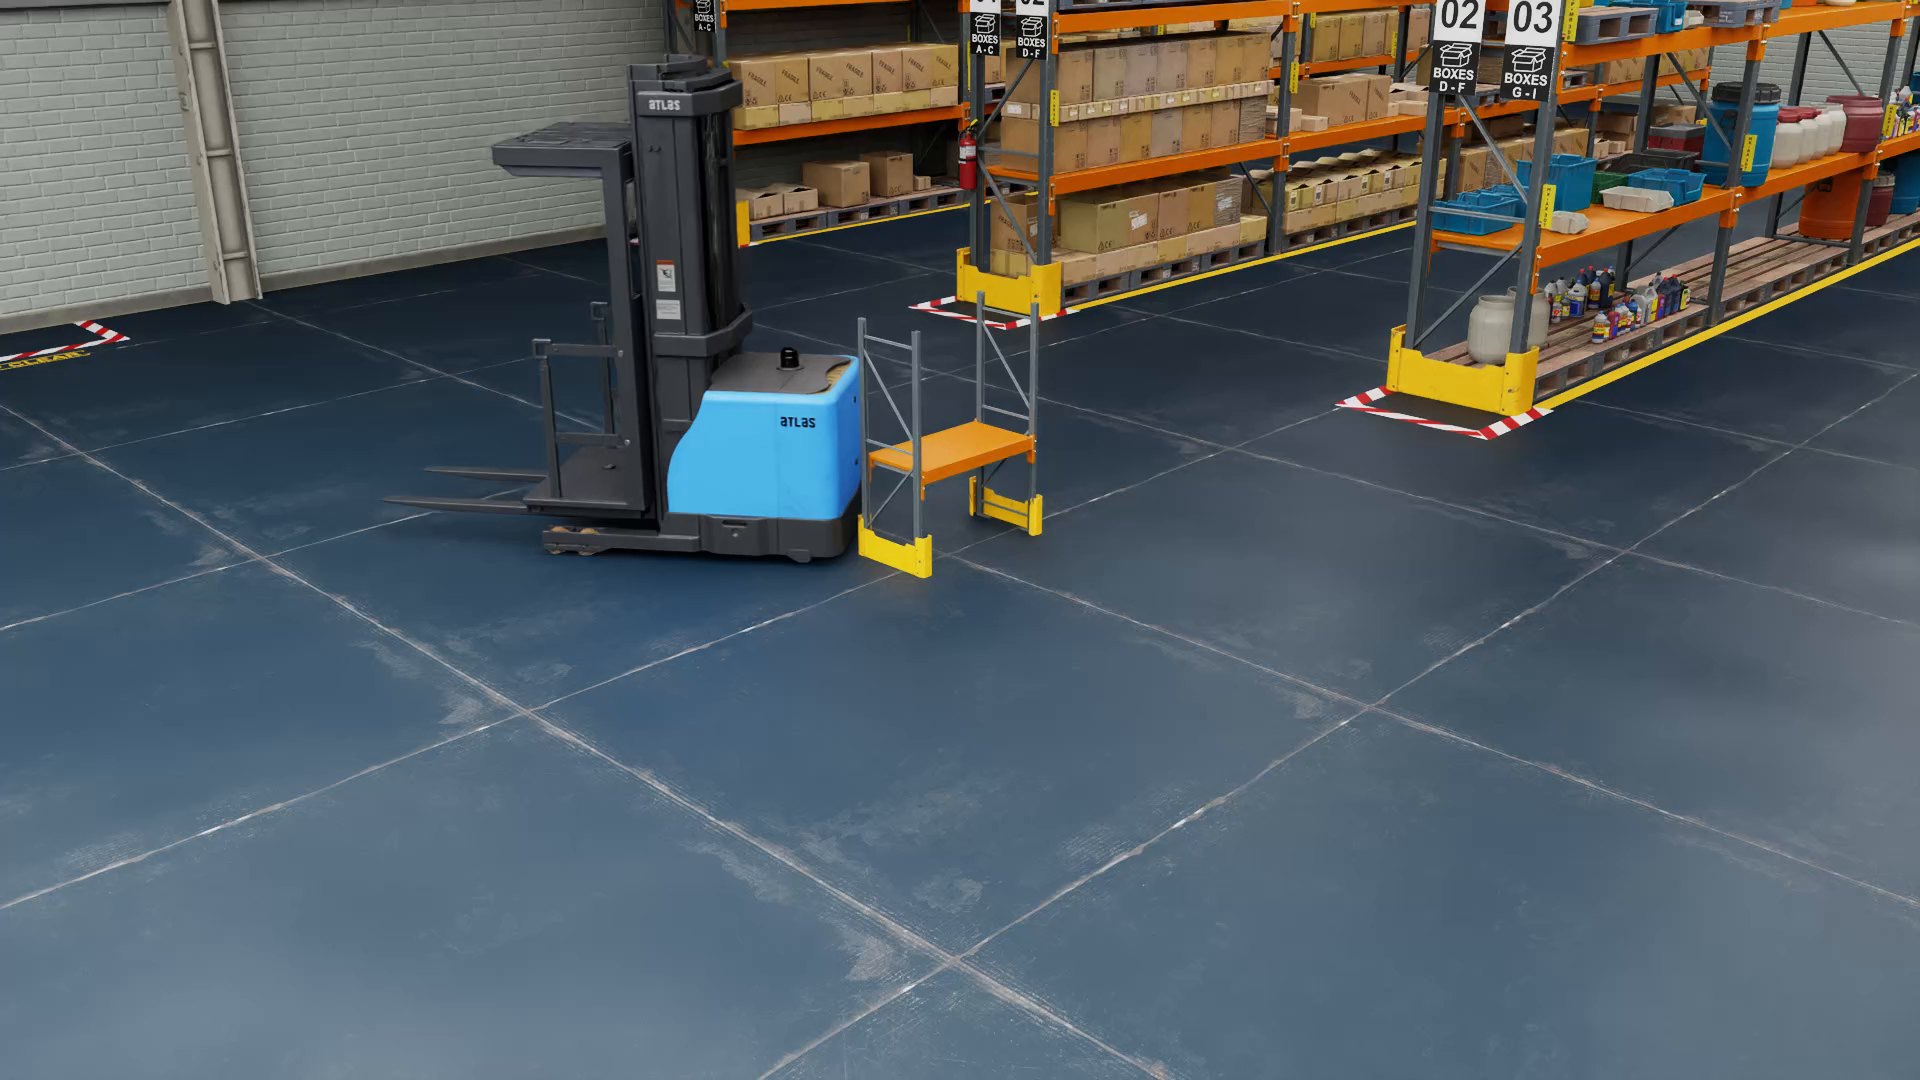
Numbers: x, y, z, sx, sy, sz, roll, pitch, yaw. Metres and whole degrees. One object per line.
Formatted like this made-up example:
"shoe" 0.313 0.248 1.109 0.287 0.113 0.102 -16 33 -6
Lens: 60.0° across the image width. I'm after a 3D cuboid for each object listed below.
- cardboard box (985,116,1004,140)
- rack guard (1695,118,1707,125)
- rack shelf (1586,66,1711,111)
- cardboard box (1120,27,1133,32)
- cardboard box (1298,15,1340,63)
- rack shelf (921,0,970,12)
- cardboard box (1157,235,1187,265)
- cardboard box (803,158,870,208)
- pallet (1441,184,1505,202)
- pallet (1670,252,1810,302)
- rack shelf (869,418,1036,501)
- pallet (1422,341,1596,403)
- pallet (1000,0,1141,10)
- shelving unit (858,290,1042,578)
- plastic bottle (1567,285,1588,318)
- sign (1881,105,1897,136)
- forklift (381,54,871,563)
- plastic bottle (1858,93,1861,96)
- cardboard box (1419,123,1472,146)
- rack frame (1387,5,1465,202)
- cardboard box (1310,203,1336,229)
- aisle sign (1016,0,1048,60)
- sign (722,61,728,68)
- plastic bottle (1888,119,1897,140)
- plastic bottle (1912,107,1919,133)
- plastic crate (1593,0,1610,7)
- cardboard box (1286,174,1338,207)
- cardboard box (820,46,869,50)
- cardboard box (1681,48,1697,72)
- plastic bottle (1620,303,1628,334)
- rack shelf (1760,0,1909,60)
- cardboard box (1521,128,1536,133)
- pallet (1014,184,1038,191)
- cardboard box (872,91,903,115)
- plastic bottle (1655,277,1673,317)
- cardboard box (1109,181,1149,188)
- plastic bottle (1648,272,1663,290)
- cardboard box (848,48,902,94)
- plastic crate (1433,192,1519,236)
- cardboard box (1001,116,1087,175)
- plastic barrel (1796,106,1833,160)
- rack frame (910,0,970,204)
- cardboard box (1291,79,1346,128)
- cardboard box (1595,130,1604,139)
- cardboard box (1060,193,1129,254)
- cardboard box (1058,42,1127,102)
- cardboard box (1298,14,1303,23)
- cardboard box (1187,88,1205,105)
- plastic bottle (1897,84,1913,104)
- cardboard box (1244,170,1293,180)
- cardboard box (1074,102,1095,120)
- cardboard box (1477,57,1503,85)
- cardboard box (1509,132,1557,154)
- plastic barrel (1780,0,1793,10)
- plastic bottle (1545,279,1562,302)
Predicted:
"cardboard box" 0.541 -5.730 23.128 0.500 0.250 0.500 19 28 40
"rack guard" 11.605 -6.694 27.293 1.175 0.500 0.348 19 28 41
"rack shelf" 10.263 -7.030 25.687 1.077 0.370 4.000 19 28 41
"cardboard box" 2.306 -7.521 24.305 0.380 0.149 0.250 15 26 34
"cardboard box" 5.706 -8.366 27.742 0.700 0.700 0.980 -20 28 -41
"rack shelf" 1.130 -7.613 23.022 1.077 0.370 4.000 19 28 41
"cardboard box" 2.078 -3.147 17.829 0.500 0.250 0.500 19 28 41
"cardboard box" -1.563 -4.523 21.031 0.700 0.500 0.500 17 27 37
"pallet" 6.625 -4.704 22.520 1.003 0.211 1.213 19 28 41
"pallet" 8.205 -2.780 17.513 1.003 0.211 1.213 19 28 41
"rack shelf" -0.060 -0.510 10.313 0.538 0.185 1.000 19 28 41
"pallet" 4.633 -1.464 14.089 1.003 0.211 1.213 19 28 41
"pallet" 1.008 -5.301 16.129 1.003 0.211 1.213 19 28 41
"shelving unit" -0.053 -0.680 10.255 0.587 1.500 1.083 19 28 41
"plastic bottle" 5.668 -2.197 15.292 0.152 0.276 0.135 19 28 41
"sign" 10.023 -4.523 17.934 0.100 0.325 0.005 19 28 41
"forklift" -2.151 -1.454 10.272 3.031 2.935 1.130 3 21 8
"plastic bottle" 10.761 -5.177 19.931 0.144 0.351 0.185 19 28 41
"cardboard box" 6.598 -5.527 22.599 0.500 0.250 0.500 -19 28 -40
"rack frame" 6.077 -5.824 21.545 1.000 3.000 0.127 19 28 41
"cardboard box" 4.103 -3.881 19.737 0.500 0.250 0.500 -19 28 -41
"aisle sign" 0.670 -4.887 15.485 0.394 0.787 0.004 19 28 41
"sign" -2.666 -5.274 18.910 0.100 0.325 0.005 19 28 41
"plastic bottle" 10.419 -4.632 18.607 0.061 0.283 0.133 19 28 41
"plastic bottle" 10.996 -4.844 19.160 0.061 0.283 0.133 19 28 41
"plastic crate" 5.158 -4.485 13.903 0.392 0.384 0.575 19 28 41
"cardboard box" 4.107 -4.141 19.633 0.500 0.311 0.500 19 28 40
"cardboard box" -1.458 -5.996 21.130 0.500 0.500 0.500 -19 28 -41
"cardboard box" 11.181 -7.609 26.052 0.500 0.500 0.500 20 28 41
"plastic bottle" 5.840 -1.960 14.683 0.097 0.271 0.097 0 21 0
"rack shelf" 8.229 -5.133 16.571 1.077 0.370 4.000 19 28 41
"cardboard box" 7.992 -5.687 24.061 0.500 0.500 0.500 -20 28 -41
"pallet" 1.128 -5.248 23.935 1.003 0.211 1.213 19 28 41
"cardboard box" -1.071 -5.517 20.928 0.500 0.250 0.500 19 28 40
"plastic bottle" 6.457 -2.237 15.292 0.144 0.351 0.185 18 27 38
"cardboard box" 1.694 -3.631 18.043 0.500 0.500 0.500 19 28 41
"plastic bottle" 6.487 -2.322 15.514 0.144 0.351 0.185 19 28 41
"cardboard box" -1.076 -5.868 20.797 0.500 0.500 0.500 18 28 39
"plastic crate" 4.178 -2.661 13.523 0.499 0.251 0.616 19 28 41
"cardboard box" 0.831 -3.931 16.481 0.700 0.500 0.500 19 28 41
"plastic barrel" 8.765 -4.209 17.188 0.421 0.512 0.421 0 21 0
"rack frame" -0.265 -6.034 22.093 1.000 3.000 0.127 19 28 41
"cardboard box" 4.202 -5.171 19.707 0.500 0.500 0.500 -18 27 -38
"cardboard box" 9.585 -6.212 25.691 0.500 0.311 0.500 19 28 41
"cardboard box" 1.377 -3.241 17.028 0.500 0.500 0.500 19 28 41
"cardboard box" 1.231 -4.686 16.639 0.700 0.500 0.500 18 28 39
"cardboard box" 5.173 -8.452 26.755 0.500 0.250 0.500 -19 28 -41
"cardboard box" 2.364 -4.695 17.566 0.250 0.149 0.380 -19 28 -41
"plastic bottle" 11.908 -5.568 20.950 0.144 0.351 0.185 19 28 41
"cardboard box" 3.723 -4.281 19.997 0.500 0.311 0.500 -19 28 -41
"cardboard box" 1.107 -4.232 16.361 0.380 0.149 0.250 18 28 39
"cardboard box" 7.211 -6.444 22.434 0.500 0.500 0.700 -14 25 -32
"cardboard box" 8.028 -5.438 23.413 0.500 0.500 0.500 20 29 41
"plastic barrel" 7.945 -5.710 16.370 0.600 0.901 0.708 19 28 41
"plastic bottle" 5.415 -2.214 15.234 0.185 0.351 0.144 -19 28 -40
